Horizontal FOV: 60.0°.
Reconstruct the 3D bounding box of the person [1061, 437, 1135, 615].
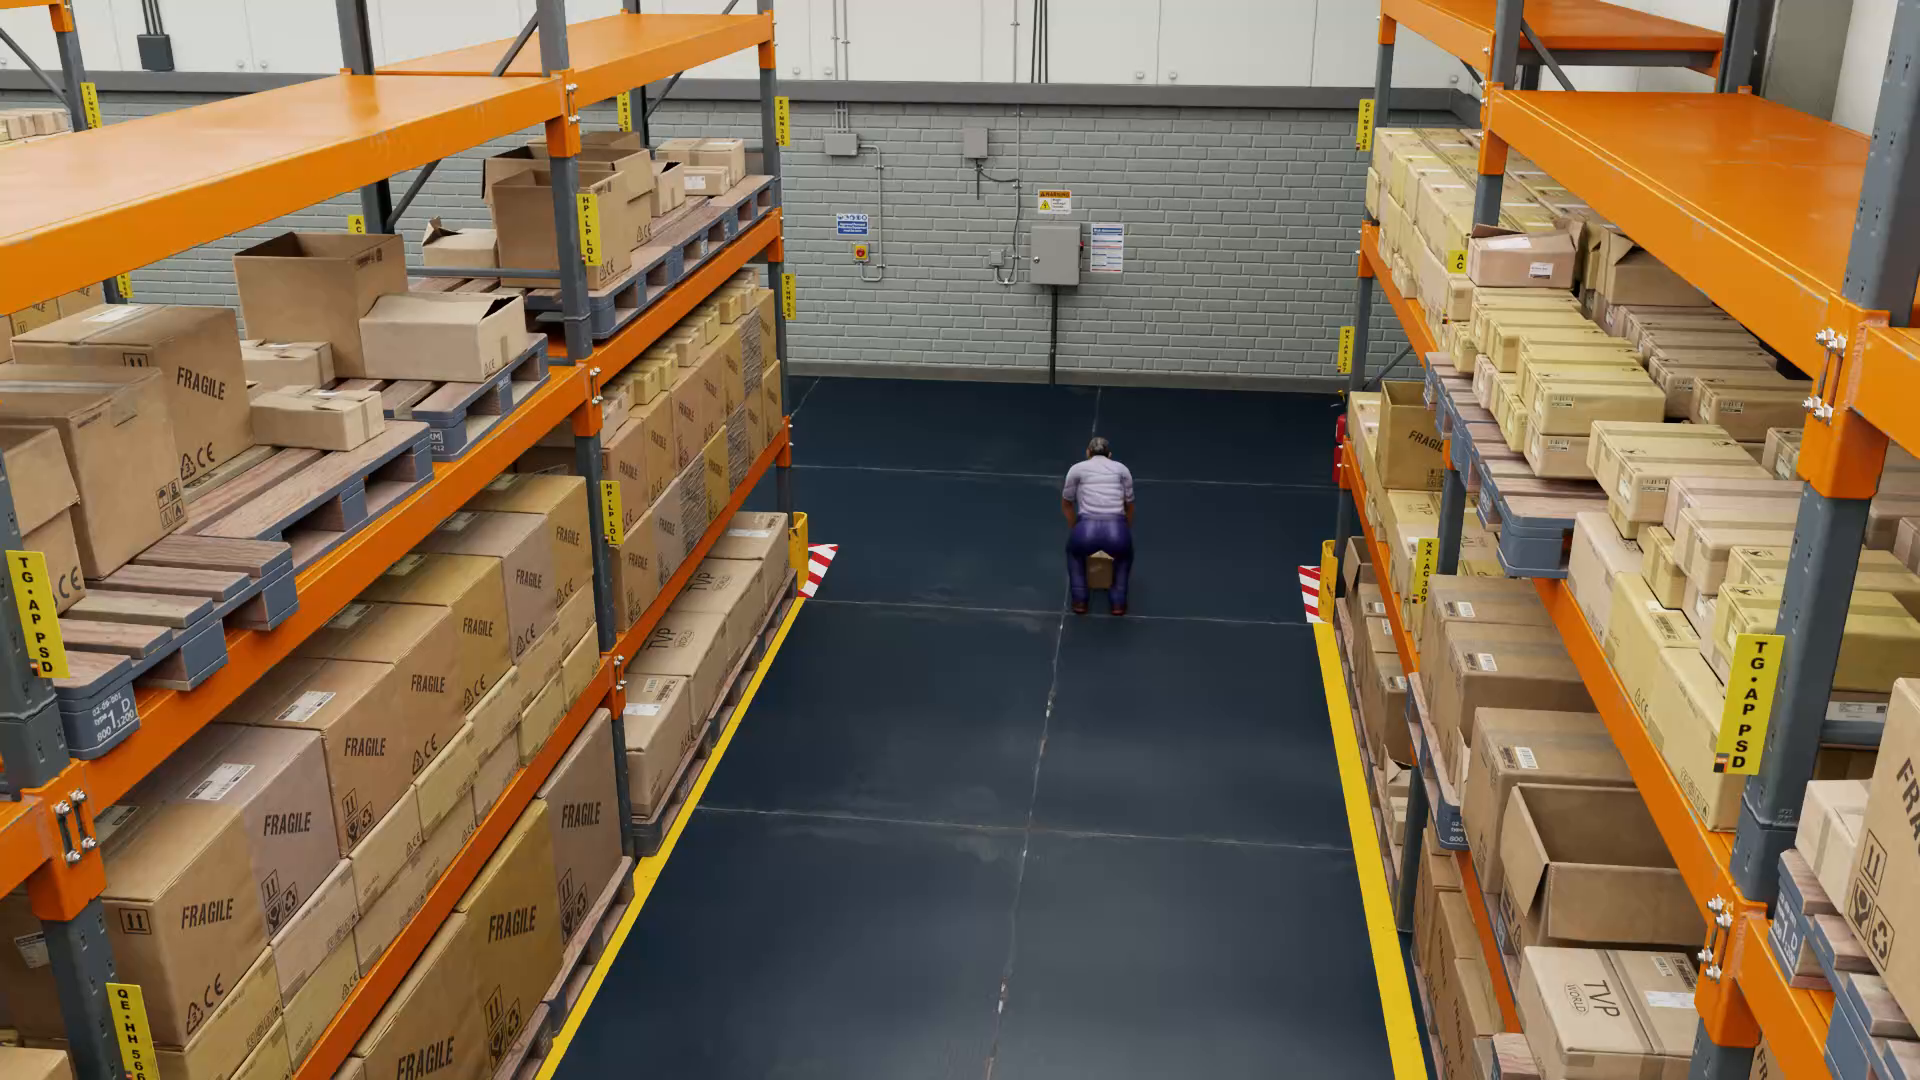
[{"bbox_3d":[0.987,-0.083,11.948,0.539,1.198,0.742,3,21,6],"label":"person"}]
